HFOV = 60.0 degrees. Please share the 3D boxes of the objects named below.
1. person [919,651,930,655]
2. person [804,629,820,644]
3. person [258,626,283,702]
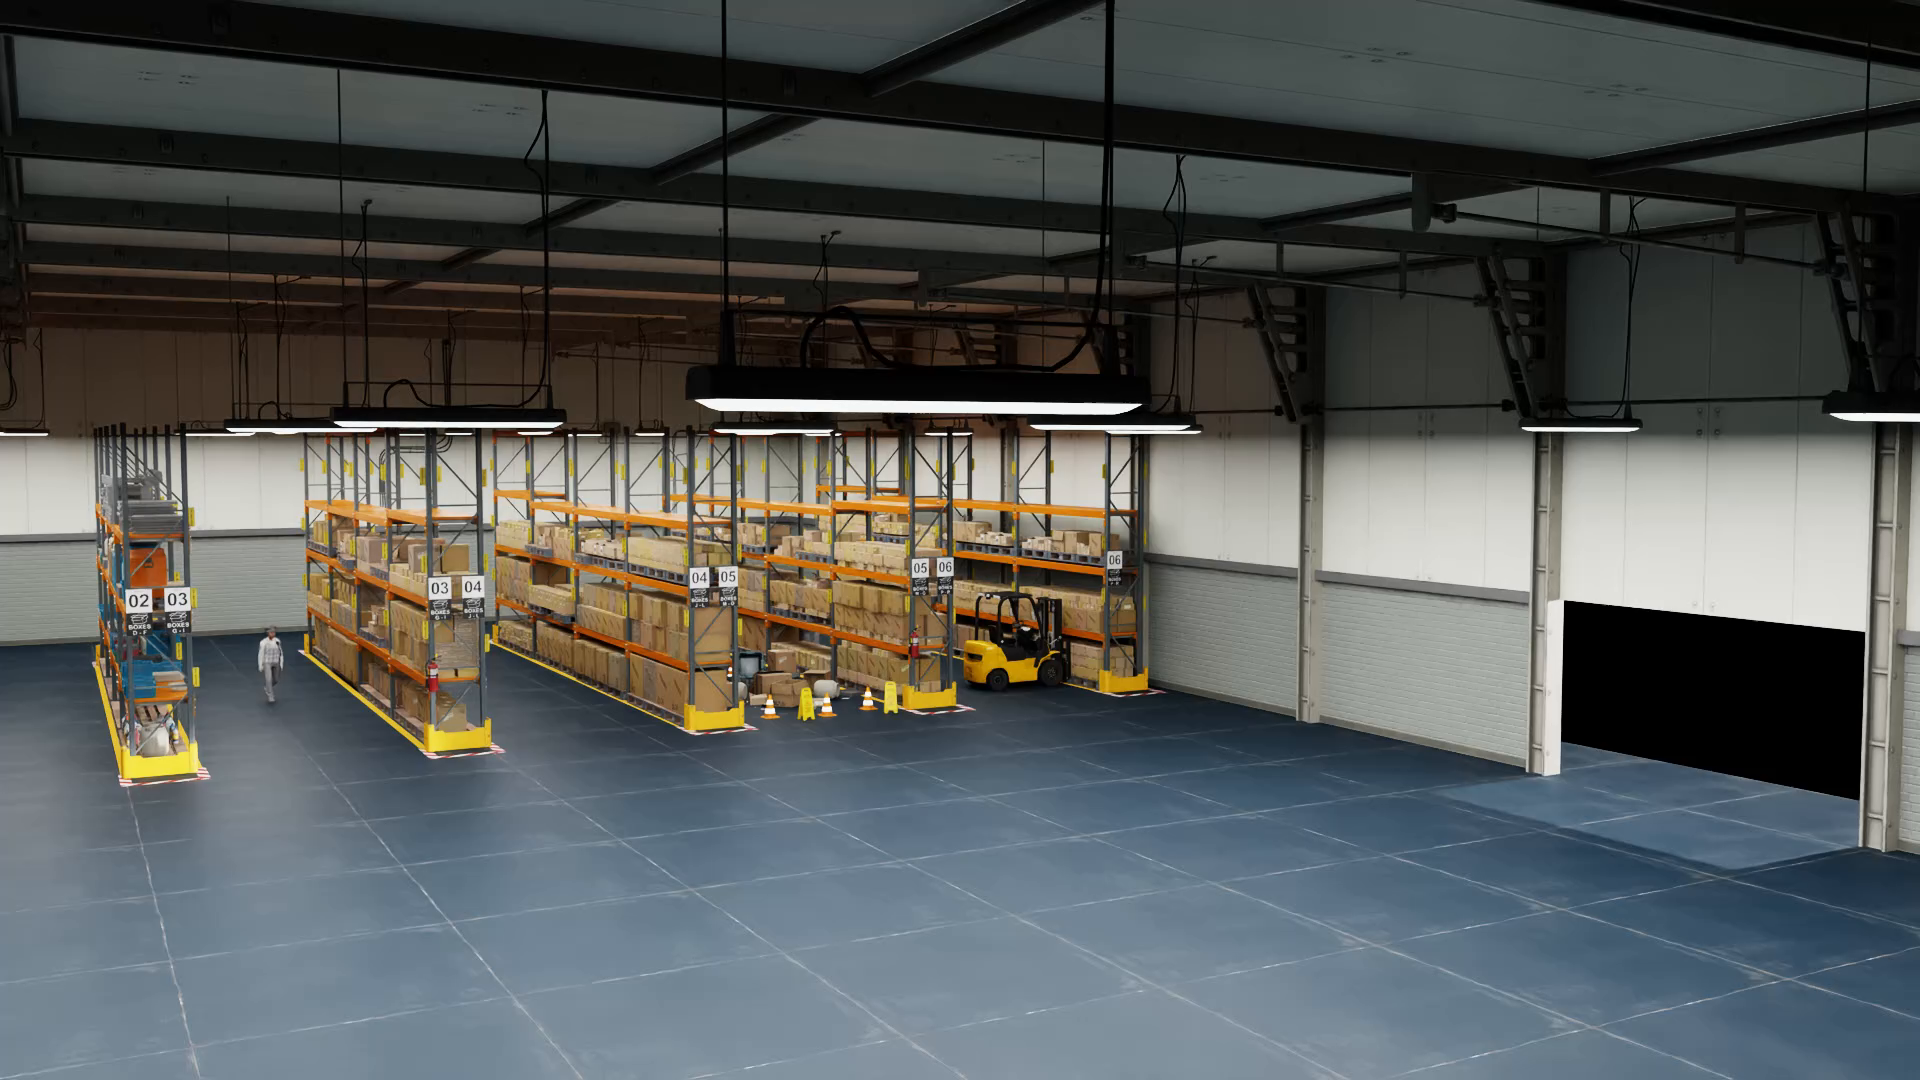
[{"bbox_3d":[-0.893,2.484,39.723,0.654,1.684,0.779,-2,4,-28],"label":"person"},{"bbox_3d":[-4.039,2.125,44.902,0.570,1.773,0.502,0,3,-6],"label":"person"},{"bbox_3d":[-15.106,2.692,36.445,0.892,1.634,0.518,3,5,45],"label":"person"}]
